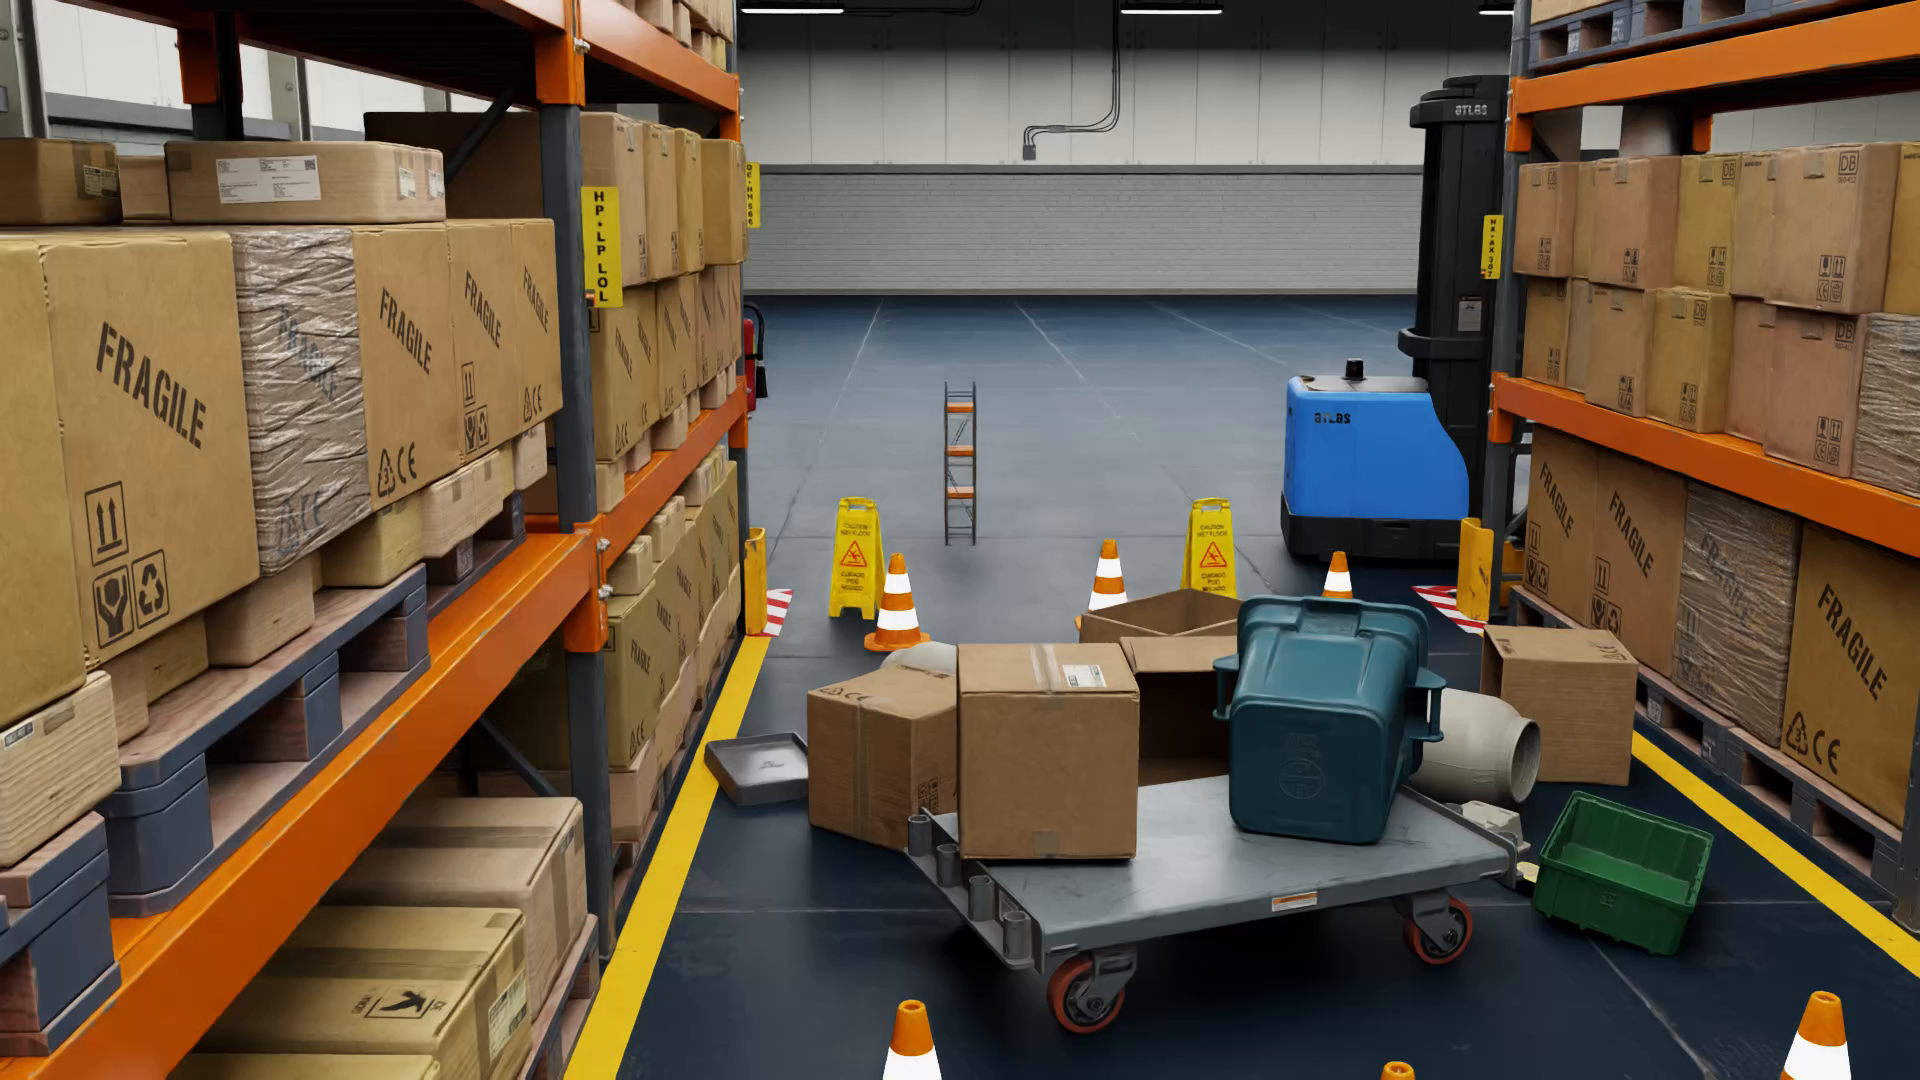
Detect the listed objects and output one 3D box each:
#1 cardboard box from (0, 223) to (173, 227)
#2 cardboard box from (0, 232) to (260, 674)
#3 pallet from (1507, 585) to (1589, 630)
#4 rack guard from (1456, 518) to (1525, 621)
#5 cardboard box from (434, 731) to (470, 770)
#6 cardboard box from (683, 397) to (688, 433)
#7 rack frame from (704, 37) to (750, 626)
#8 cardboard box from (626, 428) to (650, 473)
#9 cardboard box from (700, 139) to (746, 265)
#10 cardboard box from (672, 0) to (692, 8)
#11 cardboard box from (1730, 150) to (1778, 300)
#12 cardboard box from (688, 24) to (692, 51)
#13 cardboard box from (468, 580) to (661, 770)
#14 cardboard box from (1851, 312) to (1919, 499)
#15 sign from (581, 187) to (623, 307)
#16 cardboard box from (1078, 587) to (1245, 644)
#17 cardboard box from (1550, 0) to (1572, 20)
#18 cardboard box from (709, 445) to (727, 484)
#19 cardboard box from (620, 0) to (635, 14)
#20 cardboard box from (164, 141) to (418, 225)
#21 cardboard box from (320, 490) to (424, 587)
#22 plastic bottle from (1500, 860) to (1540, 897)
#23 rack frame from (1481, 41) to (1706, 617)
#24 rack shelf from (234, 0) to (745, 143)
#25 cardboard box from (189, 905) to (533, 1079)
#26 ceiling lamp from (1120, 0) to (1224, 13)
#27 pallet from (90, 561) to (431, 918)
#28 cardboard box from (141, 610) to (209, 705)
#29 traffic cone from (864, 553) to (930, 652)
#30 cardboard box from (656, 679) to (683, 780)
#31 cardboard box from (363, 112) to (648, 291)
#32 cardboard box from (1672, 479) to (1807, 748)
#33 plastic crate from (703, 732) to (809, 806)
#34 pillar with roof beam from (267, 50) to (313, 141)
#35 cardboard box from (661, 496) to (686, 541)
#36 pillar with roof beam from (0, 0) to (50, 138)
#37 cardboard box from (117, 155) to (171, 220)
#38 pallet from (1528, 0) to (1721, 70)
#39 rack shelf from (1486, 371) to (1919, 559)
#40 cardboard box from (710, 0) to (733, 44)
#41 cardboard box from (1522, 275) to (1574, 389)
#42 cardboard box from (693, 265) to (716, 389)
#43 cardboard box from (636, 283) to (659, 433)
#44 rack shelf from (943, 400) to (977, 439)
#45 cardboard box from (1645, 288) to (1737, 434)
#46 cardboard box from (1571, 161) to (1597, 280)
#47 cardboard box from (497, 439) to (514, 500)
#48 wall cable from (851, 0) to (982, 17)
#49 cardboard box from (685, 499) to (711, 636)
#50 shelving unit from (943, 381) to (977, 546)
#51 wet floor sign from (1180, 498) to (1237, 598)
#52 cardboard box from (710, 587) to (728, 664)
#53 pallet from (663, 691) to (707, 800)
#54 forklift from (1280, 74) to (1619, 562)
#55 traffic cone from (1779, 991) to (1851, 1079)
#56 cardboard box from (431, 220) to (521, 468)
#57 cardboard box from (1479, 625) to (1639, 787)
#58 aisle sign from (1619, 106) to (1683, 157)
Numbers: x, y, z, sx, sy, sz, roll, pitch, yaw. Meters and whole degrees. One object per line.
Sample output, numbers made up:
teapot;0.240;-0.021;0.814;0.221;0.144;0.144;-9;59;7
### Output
cardboard box;-1.804;-0.339;3.131;0.500;0.500;0.500;0;11;-1
cardboard box;-1.266;-0.136;2.128;0.500;0.500;0.500;0;11;0
pallet;3.424;0.459;8.267;1.003;0.211;1.213;0;11;-1
rack guard;3.329;0.154;9.043;1.175;0.500;0.348;0;11;-1
cardboard box;-1.815;0.427;5.384;0.500;0.500;0.500;0;11;-2
cardboard box;-1.271;-0.476;6.493;0.380;0.149;0.250;0;11;-1
rack frame;-1.617;-1.026;8.572;1.000;3.000;0.127;0;11;-1
cardboard box;-1.284;-0.324;5.742;0.380;0.149;0.250;0;11;1
cardboard box;-1.272;-1.409;6.943;0.700;0.500;0.500;0;11;-2
cardboard box;-1.300;-2.164;6.267;0.500;0.250;0.500;0;11;-1
cardboard box;3.438;-1.164;6.160;0.875;0.550;0.550;0;11;-1
cardboard box;-1.330;-2.101;6.958;0.380;0.149;0.250;0;11;-2
cardboard box;-1.277;0.425;5.393;0.500;0.500;0.500;0;11;2
cardboard box;3.392;-0.418;5.198;0.875;0.550;0.550;0;11;-1
sign;-0.980;-0.801;4.552;0.100;0.325;0.005;0;11;-1
cardboard box;0.950;0.536;7.151;0.797;0.503;0.637;-10;15;-40
cardboard box;3.022;-2.548;7.854;0.380;0.149;0.250;0;11;-1
cardboard box;-1.265;-0.339;7.527;0.380;0.149;0.250;0;11;0
cardboard box;-1.321;-1.845;5.696;0.380;0.149;0.250;-1;11;-3
cardboard box;-1.243;-0.667;3.116;0.380;0.149;0.250;-1;11;-4
cardboard box;-1.242;-0.010;3.138;0.380;0.149;0.250;0;11;-1
plastic bottle;1.897;1.120;5.384;0.133;0.061;0.283;-7;13;-30
rack frame;3.329;-1.066;8.771;1.000;3.000;0.127;0;11;-1
rack shelf;-1.576;-1.746;6.386;1.077;0.370;4.000;0;11;-1
cardboard box;-1.503;1.098;3.654;0.950;0.372;0.625;0;11;2
ceiling lamp;4.130;-11.909;32.445;2.000;3.185;0.800;0;11;-1
pallet;-1.534;0.265;2.691;1.003;0.211;1.213;0;11;-1
cardboard box;-1.318;0.147;2.366;0.380;0.149;0.250;0;11;1
traffic cone;-0.319;0.297;8.429;0.336;0.463;0.334;0;11;-1
cardboard box;-1.299;0.686;5.991;0.500;0.250;0.500;0;11;2
cardboard box;-1.327;-1.004;4.949;0.700;0.500;0.500;0;11;-2
cardboard box;3.447;0.260;6.522;0.875;0.875;0.875;0;11;-1
plastic crate;-0.747;0.885;6.498;0.402;0.080;0.583;-4;12;-21
pillar with roof beam;-3.411;-6.206;19.016;9.100;9.000;0.400;0;11;-1
cardboard box;-1.241;-0.074;6.220;0.380;0.149;0.250;0;11;2
pillar with roof beam;-3.287;-5.013;13.137;9.100;9.000;0.400;0;11;-1
cardboard box;-1.879;-0.854;4.039;0.380;0.149;0.250;0;11;-1
pallet;3.355;-2.346;7.755;1.003;0.211;1.213;0;11;-1
rack shelf;3.371;-0.316;6.883;1.077;0.370;4.000;0;11;-1
cardboard box;-1.337;-2.468;7.763;0.500;0.250;0.500;0;11;-2
cardboard box;3.382;-1.066;8.394;0.875;0.550;0.550;0;11;-1
cardboard box;-1.318;-0.915;7.025;0.500;0.500;0.500;0;11;-1
cardboard box;-1.299;-0.614;5.541;0.500;0.500;0.500;0;11;-1
rack shelf;0.001;-0.772;10.848;0.215;0.259;0.240;0;11;-1
cardboard box;3.354;-0.740;6.786;0.875;0.550;0.500;0;11;-1
cardboard box;3.402;-1.486;7.748;0.875;0.550;0.550;0;11;-1
cardboard box;-1.260;-0.160;3.879;0.380;0.149;0.250;-1;11;-3
wall cable;-1.027;-13.564;38.951;3.097;2.526;0.112;0;11;-1
cardboard box;-1.323;0.110;6.944;0.500;0.500;0.500;-1;11;-2
shelving unit;0.001;-0.504;10.902;0.215;1.050;0.252;0;11;-1
wet floor sign;1.349;0.090;8.994;0.267;0.644;0.232;-2;12;-11
cardboard box;-1.329;0.378;7.509;0.500;0.250;0.500;0;11;-1
pallet;-1.612;0.759;6.786;1.003;0.211;1.213;0;11;-1
forklift;3.598;-1.340;10.294;3.031;2.935;1.130;2;12;7
traffic cone;1.930;1.245;3.760;0.336;0.463;0.334;0;11;-1
cardboard box;-1.284;-0.442;3.638;0.500;0.500;0.500;0;11;-1
cardboard box;2.354;0.648;6.601;0.500;0.500;0.500;2;12;9
aisle sign;3.628;-2.356;8.588;0.394;0.787;0.004;0;11;-1
